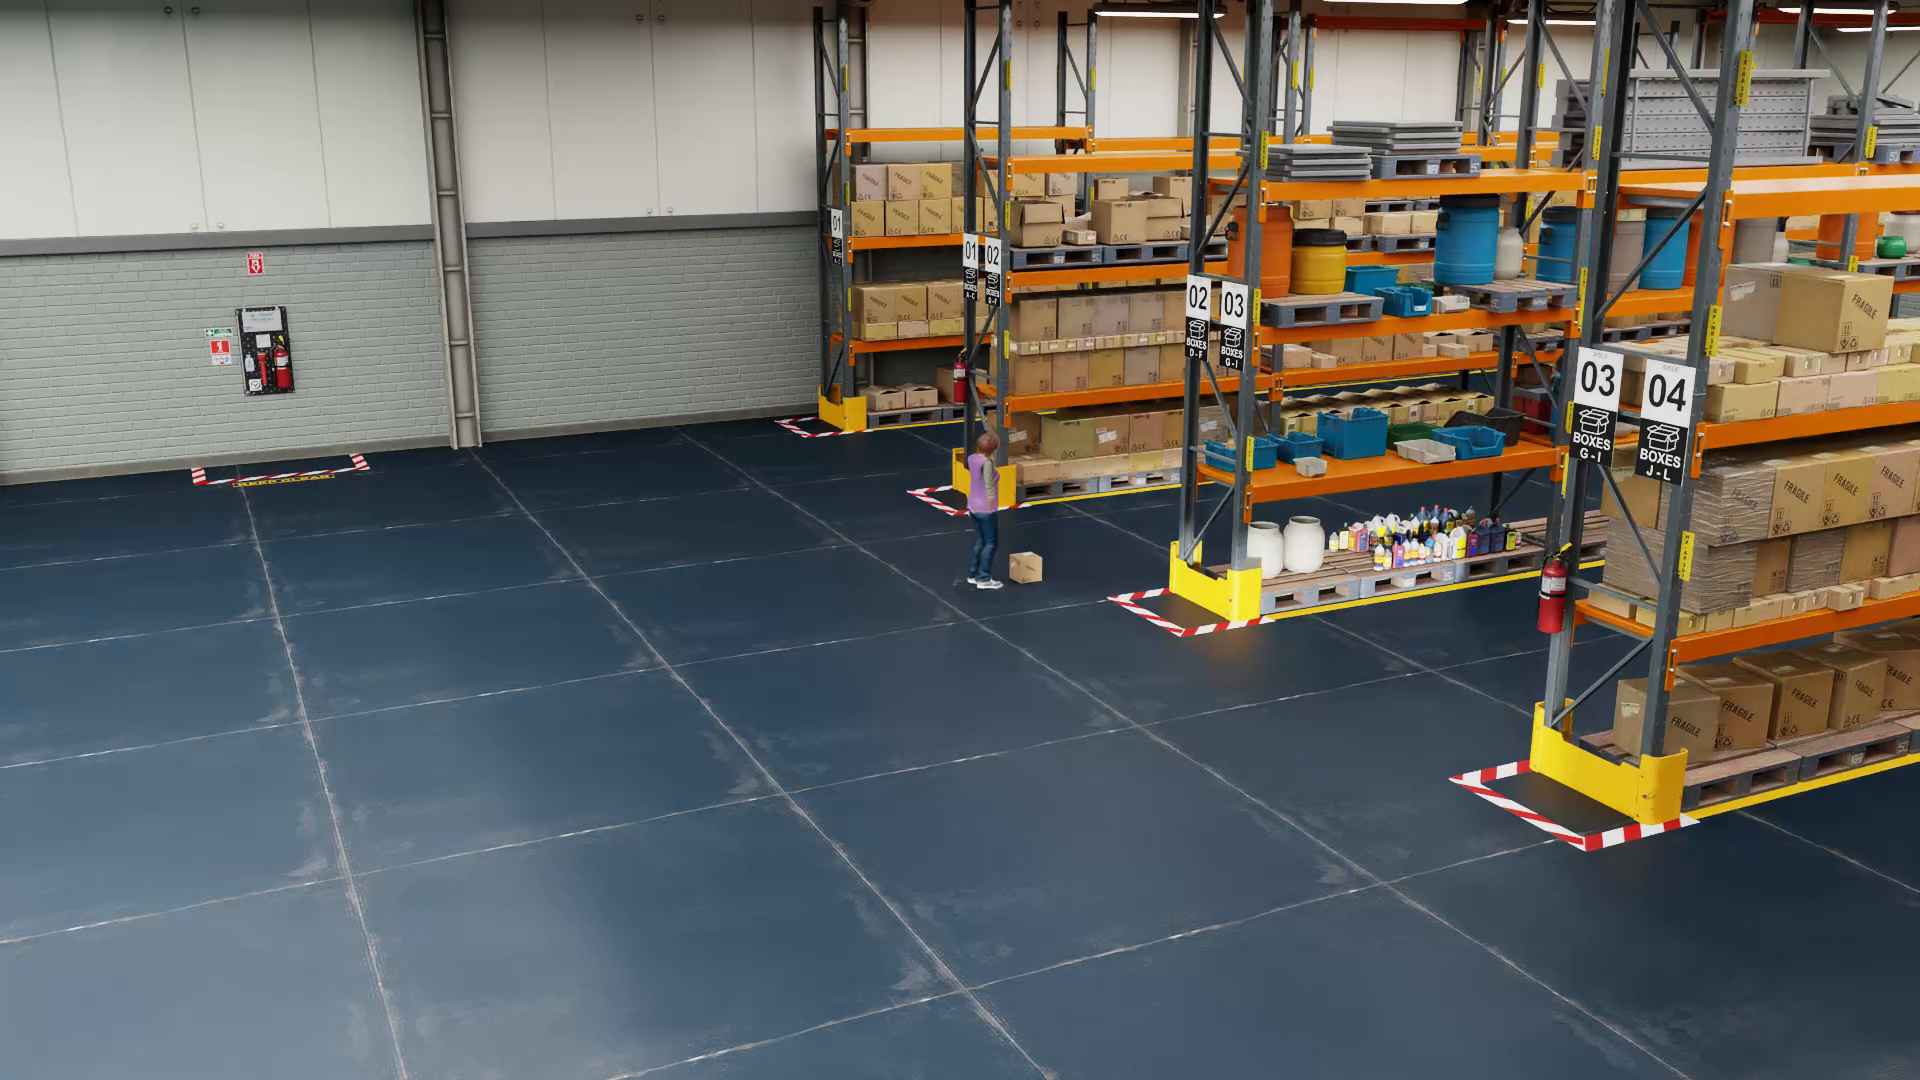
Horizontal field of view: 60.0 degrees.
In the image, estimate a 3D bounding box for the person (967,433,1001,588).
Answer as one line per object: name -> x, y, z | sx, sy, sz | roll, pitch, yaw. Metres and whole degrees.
person -> 0.232, -0.295, 16.864 | 0.316, 1.571, 0.412 | -7, 17, -24
